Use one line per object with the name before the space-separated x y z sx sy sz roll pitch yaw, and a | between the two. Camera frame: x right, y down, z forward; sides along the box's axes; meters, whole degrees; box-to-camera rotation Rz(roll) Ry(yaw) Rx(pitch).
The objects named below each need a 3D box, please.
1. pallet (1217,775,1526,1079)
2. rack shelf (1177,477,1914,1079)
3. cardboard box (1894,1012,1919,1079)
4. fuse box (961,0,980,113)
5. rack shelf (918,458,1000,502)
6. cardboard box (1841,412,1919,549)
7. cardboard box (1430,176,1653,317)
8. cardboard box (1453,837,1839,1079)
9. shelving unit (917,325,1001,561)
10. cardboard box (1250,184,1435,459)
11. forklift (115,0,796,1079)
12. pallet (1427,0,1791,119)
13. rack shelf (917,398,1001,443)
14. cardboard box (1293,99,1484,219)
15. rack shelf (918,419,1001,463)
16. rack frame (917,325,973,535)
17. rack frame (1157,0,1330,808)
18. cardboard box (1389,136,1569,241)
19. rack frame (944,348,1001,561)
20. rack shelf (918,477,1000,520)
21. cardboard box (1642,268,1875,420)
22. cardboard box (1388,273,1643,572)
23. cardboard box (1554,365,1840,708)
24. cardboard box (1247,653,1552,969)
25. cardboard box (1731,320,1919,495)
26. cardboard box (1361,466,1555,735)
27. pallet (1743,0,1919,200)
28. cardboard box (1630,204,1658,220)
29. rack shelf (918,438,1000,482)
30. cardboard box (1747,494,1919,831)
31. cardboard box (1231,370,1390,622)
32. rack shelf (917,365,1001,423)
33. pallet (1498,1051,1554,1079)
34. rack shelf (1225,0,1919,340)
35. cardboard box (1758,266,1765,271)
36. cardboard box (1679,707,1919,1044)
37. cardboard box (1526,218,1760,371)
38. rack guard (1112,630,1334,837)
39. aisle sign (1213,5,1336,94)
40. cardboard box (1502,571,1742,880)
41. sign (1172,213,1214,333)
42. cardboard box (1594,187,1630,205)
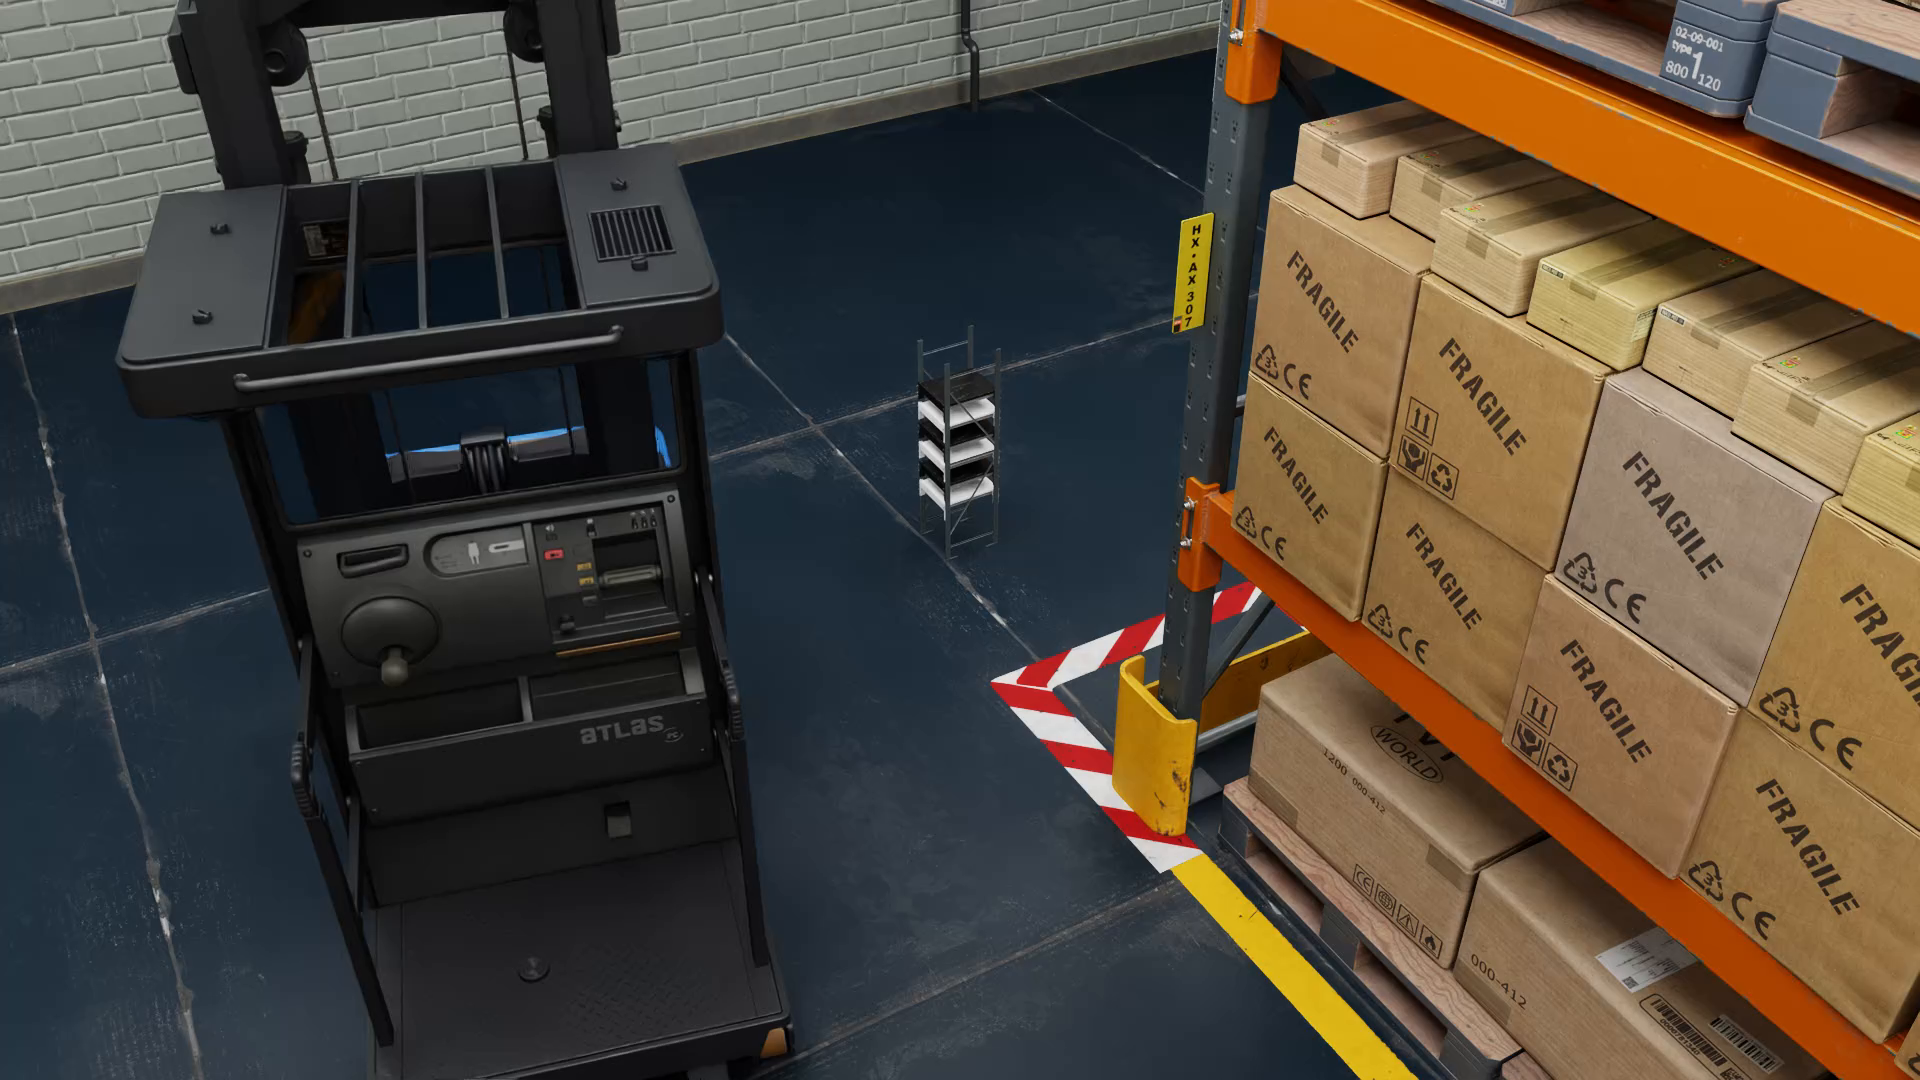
pallet | 1.562 1.034 5.155 1.003 0.211 1.213 -19 40 -24
rack shelf | 2.097 0.834 3.675 1.077 0.370 4.000 -19 40 -24
cardboard box | 2.120 0.849 2.959 0.500 0.500 0.500 -20 40 -25
fuse box | 0.129 -3.373 9.917 0.539 1.711 0.414 -19 40 -24
rack shelf | -0.004 -0.268 6.563 0.258 0.077 0.200 -19 40 -24
cardboard box | 1.774 -0.116 2.884 0.380 0.149 0.250 -20 41 -25
cardboard box | 1.256 -0.641 3.601 0.380 0.149 0.250 -18 40 -23
cardboard box | 1.978 1.160 4.435 0.875 0.438 0.875 -18 40 -23
shelving unit | -0.004 -0.368 6.490 0.258 0.900 0.210 -19 40 -24
cardboard box | 1.088 -0.592 4.084 0.500 0.500 0.500 -20 41 -25
forklift | -1.096 0.184 4.014 1.130 2.935 3.031 -9 37 -12
pallet | 1.474 -1.277 3.487 1.003 0.211 1.213 -19 40 -24
rack shelf | -0.004 -0.486 6.404 0.258 0.077 0.200 -19 40 -24
cardboard box | 1.032 -0.920 3.983 0.380 0.149 0.250 -18 40 -23
rack shelf | -0.004 -0.413 6.457 0.258 0.077 0.200 -19 40 -24
rack frame | -0.055 -0.419 6.561 0.240 0.900 0.006 -19 40 -24
rack frame | 1.093 -0.477 4.859 1.000 3.000 0.127 -19 40 -24
cardboard box | 1.225 -0.807 3.829 0.380 0.149 0.250 -18 40 -23
rack frame | 0.047 -0.316 6.419 0.240 0.900 0.006 -19 40 -24
rack shelf | -0.004 -0.195 6.616 0.258 0.077 0.200 -19 40 -24
cardboard box | 1.582 -0.393 3.263 0.380 0.149 0.250 -19 40 -23
cardboard box | 1.353 -0.330 3.726 0.500 0.500 0.500 -20 41 -25
cardboard box | 1.619 -0.070 3.370 0.500 0.500 0.500 -19 40 -24
cardboard box | 1.511 0.695 5.071 0.875 0.438 0.875 -20 41 -25
cardboard box | 1.671 -0.254 3.072 0.380 0.149 0.250 -19 40 -24
cardboard box | 1.364 0.063 4.036 0.500 0.500 0.500 -19 40 -25
pallet | 2.091 -0.654 2.634 1.003 0.211 1.213 -19 40 -24
cardboard box | 1.797 -0.830 3.861 0.380 0.149 0.250 -19 40 -24
rack shelf | -0.004 -0.341 6.510 0.258 0.077 0.200 -19 40 -24
cardboard box | 1.870 0.184 3.022 0.500 0.500 0.500 -19 40 -24
cardboard box | 1.086 -0.187 4.378 0.500 0.500 0.500 -19 40 -24
rack shelf | -0.004 -0.559 6.351 0.258 0.077 0.200 -19 40 -24
pallet | 2.171 1.656 4.304 1.003 0.211 1.213 -19 40 -24
rack shelf | 2.097 -0.377 2.790 1.077 0.370 4.000 -19 40 -24
cardboard box | 1.888 -0.689 3.668 0.380 0.149 0.250 -18 40 -23
cardboard box | 1.870 0.578 3.331 0.500 0.500 0.500 -18 40 -22
cardboard box | 1.404 -0.512 3.425 0.380 0.149 0.250 -20 41 -25
rack guard | 1.081 0.521 5.613 1.175 0.500 0.348 -19 40 -24
aisle sign | 0.806 -1.477 4.025 0.394 0.787 0.004 -19 40 -24
cardboard box | 1.604 0.327 3.674 0.500 0.500 0.500 -19 40 -24
sign | 0.610 -0.697 4.360 0.100 0.325 0.005 -19 40 -24
cardboard box | 1.594 -0.937 4.007 0.380 0.149 0.250 -18 40 -23
